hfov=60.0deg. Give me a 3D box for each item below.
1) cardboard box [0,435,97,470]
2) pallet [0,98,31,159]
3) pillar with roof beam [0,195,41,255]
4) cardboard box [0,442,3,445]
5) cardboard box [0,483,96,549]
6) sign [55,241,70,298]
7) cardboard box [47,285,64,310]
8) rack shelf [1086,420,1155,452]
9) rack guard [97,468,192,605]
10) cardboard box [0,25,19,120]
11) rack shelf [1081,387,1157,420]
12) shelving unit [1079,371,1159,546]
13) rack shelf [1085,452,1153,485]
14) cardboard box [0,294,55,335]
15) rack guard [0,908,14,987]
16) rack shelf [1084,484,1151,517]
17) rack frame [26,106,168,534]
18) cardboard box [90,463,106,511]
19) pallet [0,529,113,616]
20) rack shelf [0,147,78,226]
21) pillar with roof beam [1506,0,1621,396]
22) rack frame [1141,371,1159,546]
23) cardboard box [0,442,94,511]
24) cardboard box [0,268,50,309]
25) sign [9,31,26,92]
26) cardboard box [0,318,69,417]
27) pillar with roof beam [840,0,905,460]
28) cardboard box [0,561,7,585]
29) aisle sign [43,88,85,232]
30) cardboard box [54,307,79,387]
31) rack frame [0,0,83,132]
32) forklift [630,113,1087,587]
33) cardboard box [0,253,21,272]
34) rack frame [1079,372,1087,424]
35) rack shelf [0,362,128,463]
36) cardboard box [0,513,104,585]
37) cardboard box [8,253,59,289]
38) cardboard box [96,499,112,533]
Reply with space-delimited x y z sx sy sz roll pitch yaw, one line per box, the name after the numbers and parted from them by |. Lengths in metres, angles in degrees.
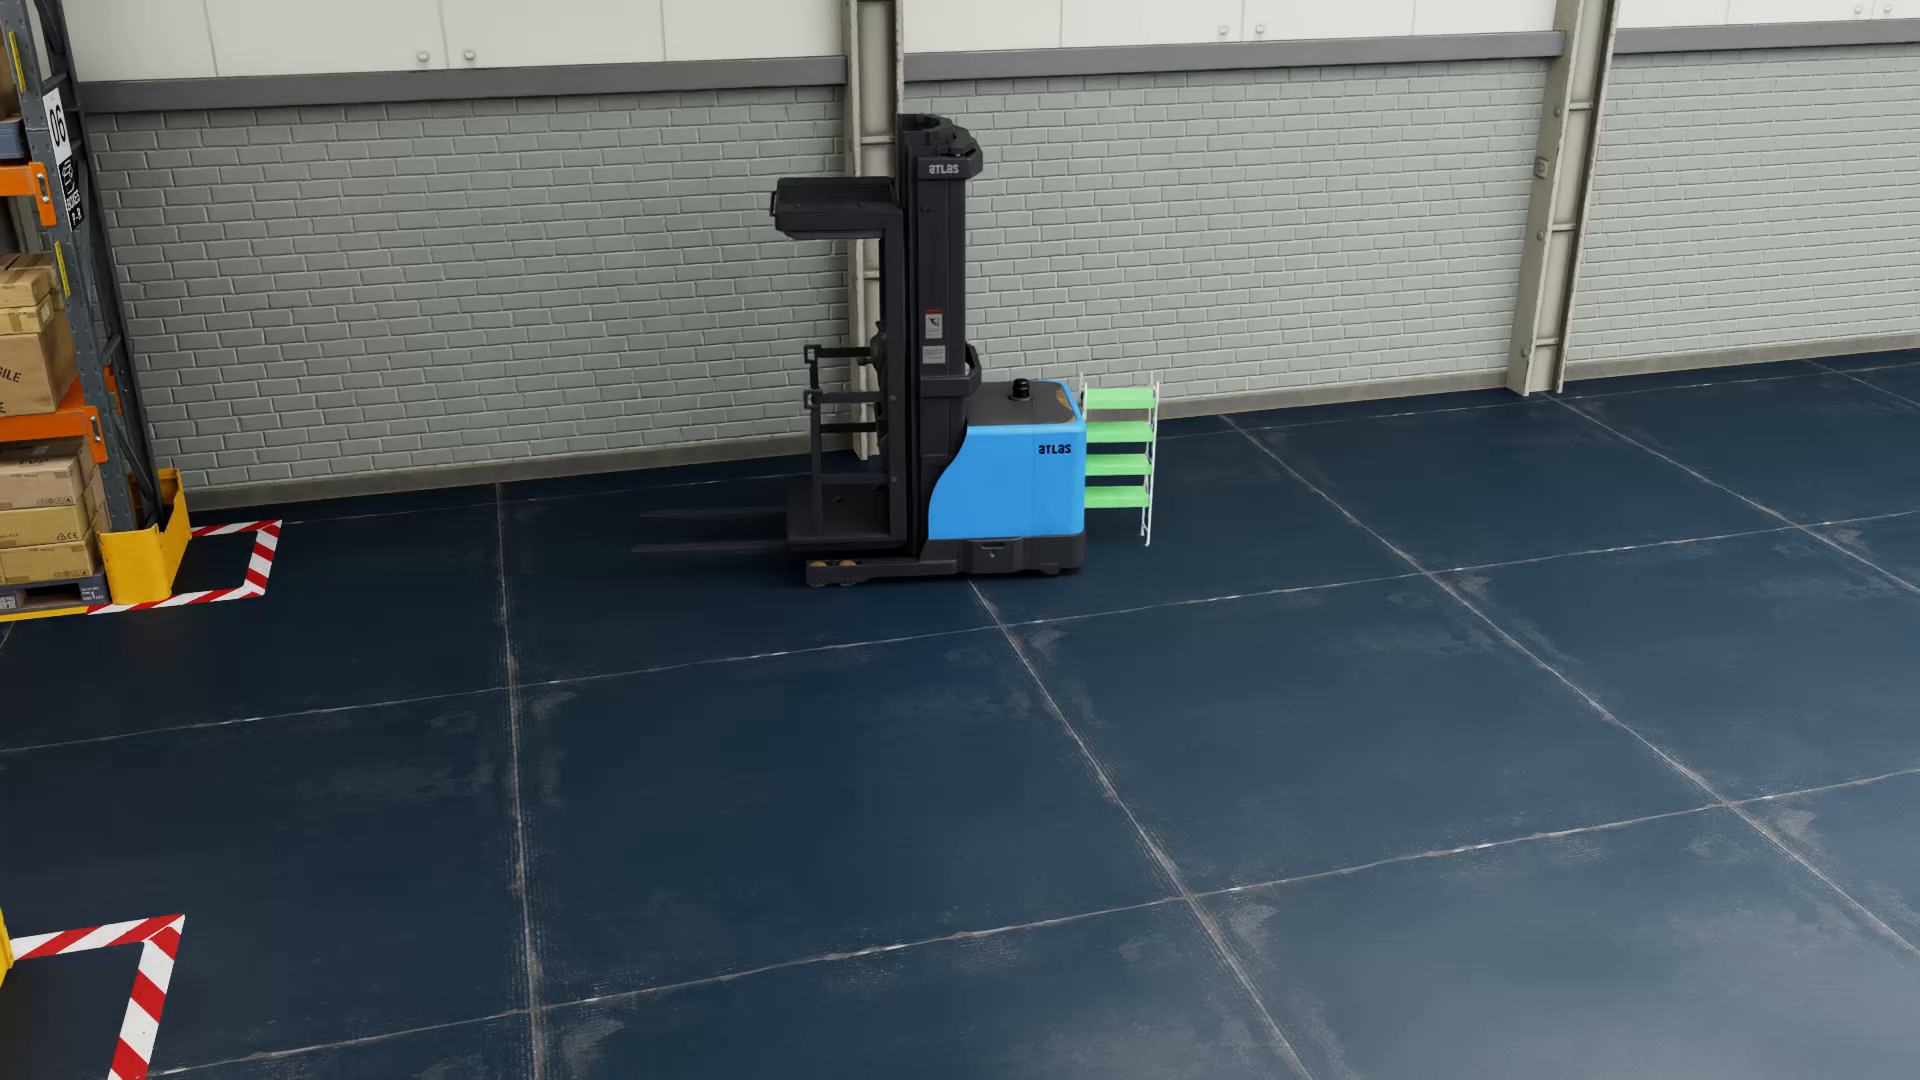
-6.017 -0.596 11.021 0.500 0.250 0.500 -7 24 -15 | cardboard box
-6.191 -2.459 9.984 1.213 0.211 1.003 -6 24 -14 | pallet
-5.254 -2.577 6.343 0.400 9.000 9.100 -6 24 -14 | pillar with roof beam
-6.497 -0.541 10.894 0.500 0.250 0.500 -6 24 -14 | cardboard box
-5.888 -0.175 10.674 0.500 0.250 0.500 -7 24 -15 | cardboard box
-5.370 -1.620 9.952 0.005 0.325 0.100 -6 24 -14 | sign
-5.900 -1.593 10.708 0.250 0.149 0.380 -7 24 -16 | cardboard box
1.075 -0.715 11.440 0.480 0.148 0.258 -1 23 -4 | rack shelf
-5.480 -0.040 11.210 0.348 0.500 1.175 -6 24 -14 | rack guard
-5.864 -2.710 9.671 0.500 0.500 0.500 -6 24 -13 | cardboard box
1.078 -0.936 11.346 0.480 0.148 0.258 -1 23 -4 | rack shelf
1.073 -0.553 11.509 0.503 1.200 0.258 -1 23 -4 | shelving unit
1.072 -0.494 11.534 0.480 0.148 0.258 -1 23 -4 | rack shelf
-5.761 -1.387 10.229 0.250 0.149 0.380 -6 24 -14 | cardboard box
-4.232 1.855 6.794 0.348 0.500 1.175 -6 24 -14 | rack guard
1.069 -0.274 11.629 0.480 0.148 0.258 -1 23 -4 | rack shelf
-5.503 -1.186 10.711 0.127 3.000 1.000 -6 24 -14 | rack frame
-6.012 -0.374 11.139 0.500 0.250 0.500 -6 24 -13 | cardboard box
-6.228 0.192 11.034 1.213 0.211 1.003 -6 24 -14 | pallet
-7.429 -2.021 9.765 4.000 0.370 1.077 -6 24 -14 | rack shelf
6.300 -3.855 9.322 0.400 9.000 9.100 -6 24 -14 | pillar with roof beam
1.316 -0.558 11.528 0.015 1.200 0.240 -1 23 -4 | rack frame
-5.862 -0.408 10.583 0.500 0.250 0.500 -5 24 -13 | cardboard box
-5.791 -1.549 10.229 0.250 0.149 0.380 -6 24 -14 | cardboard box
-5.370 -2.728 9.477 0.005 0.325 0.100 -6 24 -14 | sign
-5.906 -1.080 10.336 0.500 0.500 0.500 -7 24 -16 | cardboard box
0.523 -3.216 7.833 0.400 9.000 9.100 -6 24 -14 | pillar with roof beam
-6.352 0.104 10.659 0.500 0.250 0.500 -6 24 -14 | cardboard box
-5.361 -2.276 9.955 0.004 0.787 0.394 -6 24 -14 | aisle sign
-6.055 -1.285 10.814 0.500 0.500 0.500 -6 24 -13 | cardboard box
-5.503 -3.943 9.528 0.127 3.000 1.000 -6 24 -14 | rack frame
-0.704 -1.251 10.948 3.031 2.935 1.130 -2 23 -4 | forklift
-6.157 -1.708 10.599 0.250 0.149 0.380 -5 24 -13 | cardboard box
0.830 -0.548 11.491 0.015 1.200 0.240 -1 23 -4 | rack frame
-7.429 -0.643 10.356 4.000 0.370 1.077 -6 24 -14 | rack shelf
-5.870 0.054 10.774 0.500 0.250 0.500 -6 24 -14 | cardboard box
-5.884 -1.712 10.610 0.250 0.149 0.380 -7 24 -15 | cardboard box
-6.029 -0.138 11.221 0.500 0.250 0.500 -6 24 -14 | cardboard box
